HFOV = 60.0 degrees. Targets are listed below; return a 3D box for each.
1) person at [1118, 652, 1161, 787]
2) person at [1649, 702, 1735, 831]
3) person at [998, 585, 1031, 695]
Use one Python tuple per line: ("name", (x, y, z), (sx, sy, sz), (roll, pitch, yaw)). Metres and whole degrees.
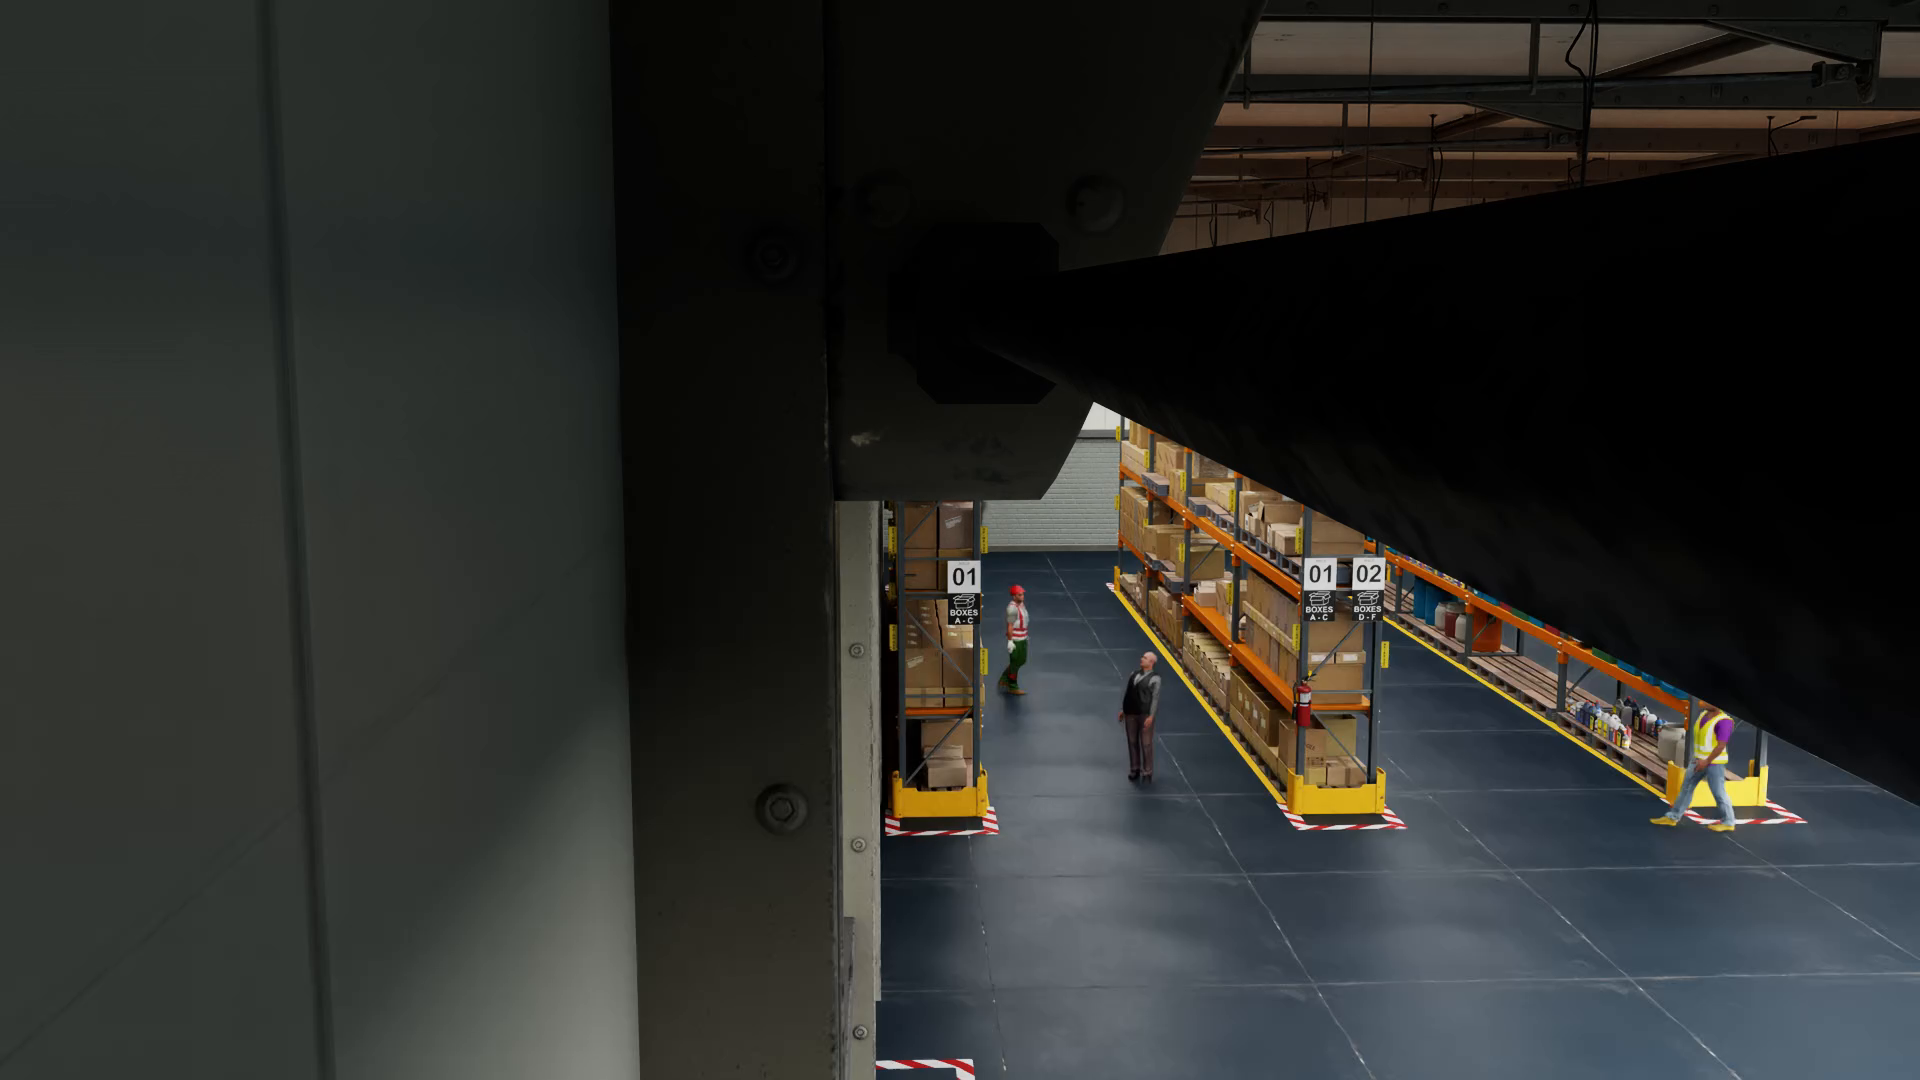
("person", (2.354, 2.357, 22.033), (0.587, 1.741, 0.557), (5, 10, 30))
("person", (8.817, 2.616, 19.799), (0.906, 1.727, 0.603), (-1, 8, -7))
("person", (0.859, 1.596, 26.814), (0.507, 1.791, 0.624), (3, 9, 20))
